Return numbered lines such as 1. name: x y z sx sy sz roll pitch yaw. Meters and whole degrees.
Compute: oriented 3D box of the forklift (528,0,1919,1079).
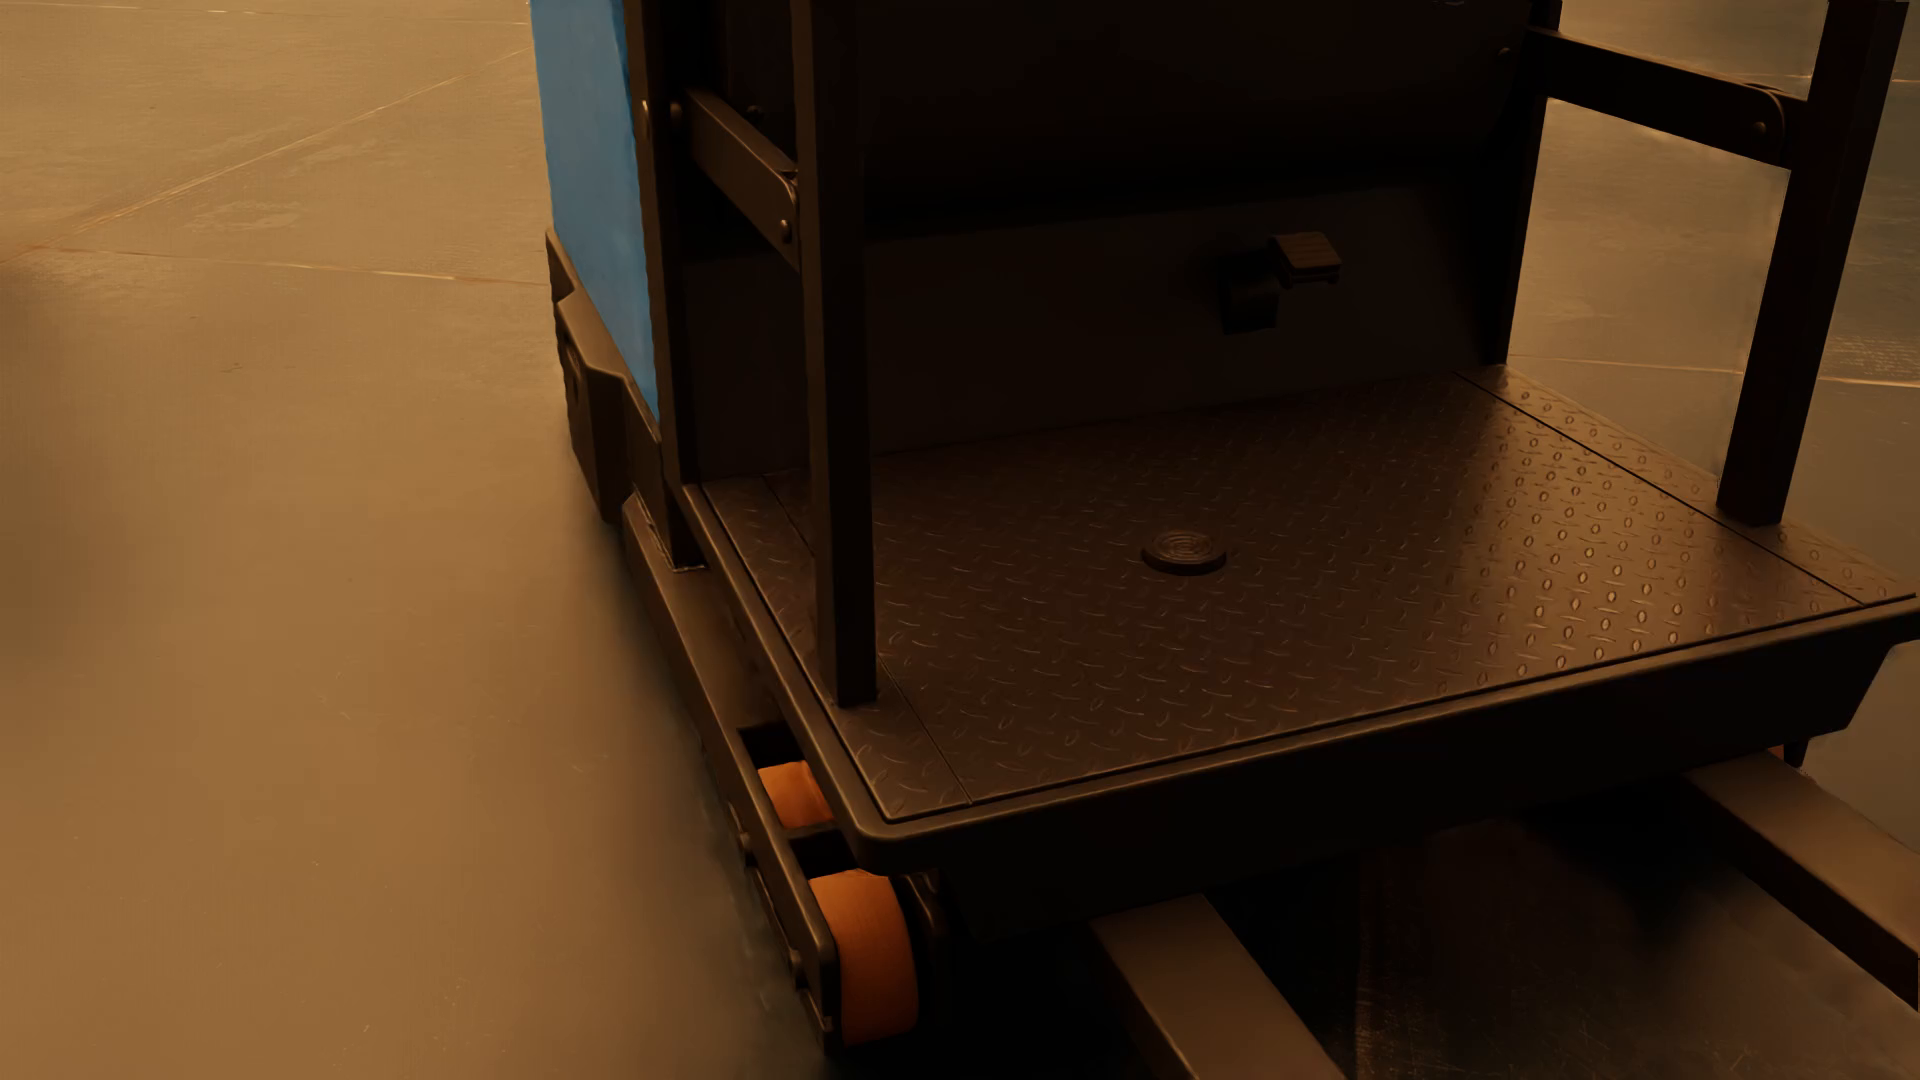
1. forklift: 0.272 -1.046 1.320 1.130 2.935 3.031 -10 28 -18
